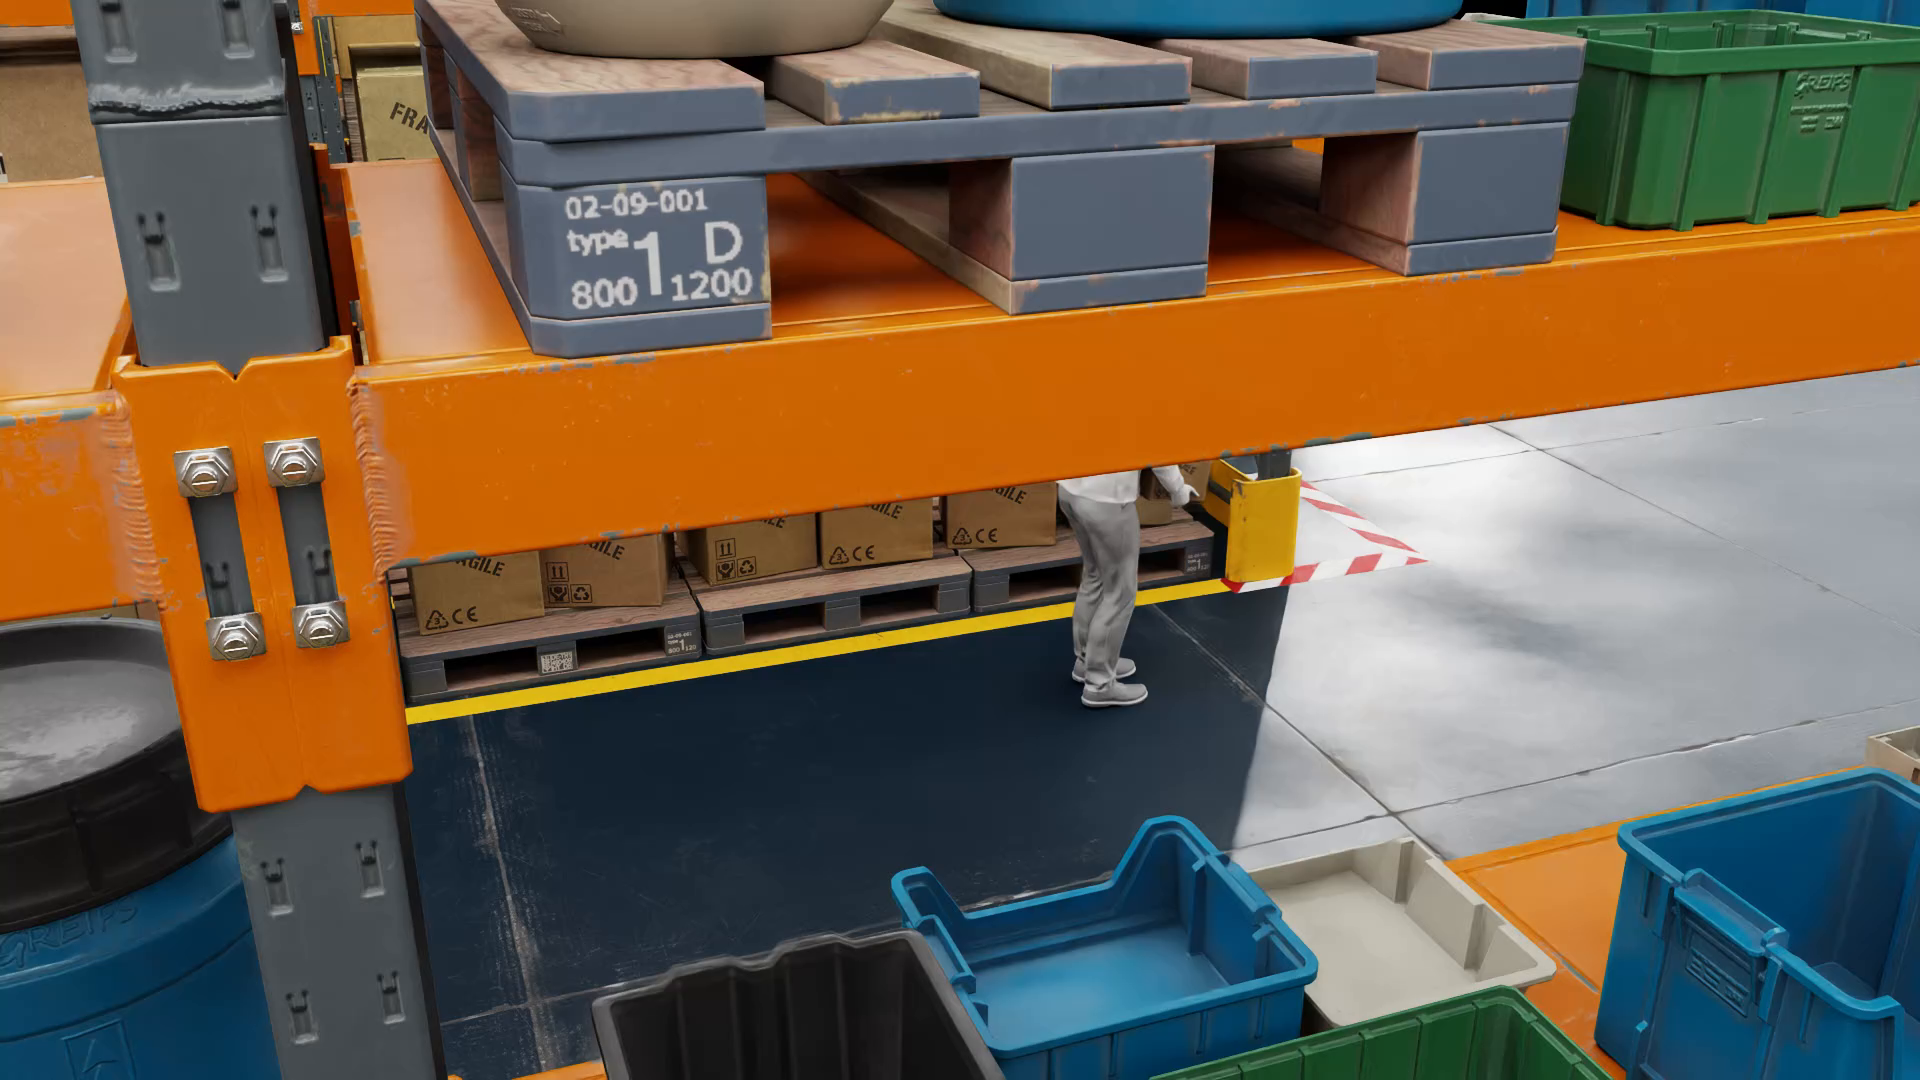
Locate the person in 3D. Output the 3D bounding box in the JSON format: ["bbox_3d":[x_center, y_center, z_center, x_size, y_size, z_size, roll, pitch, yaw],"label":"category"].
[{"bbox_3d":[0.632,-0.179,6.502,0.523,1.687,0.416,-9,24,-21],"label":"person"}]
